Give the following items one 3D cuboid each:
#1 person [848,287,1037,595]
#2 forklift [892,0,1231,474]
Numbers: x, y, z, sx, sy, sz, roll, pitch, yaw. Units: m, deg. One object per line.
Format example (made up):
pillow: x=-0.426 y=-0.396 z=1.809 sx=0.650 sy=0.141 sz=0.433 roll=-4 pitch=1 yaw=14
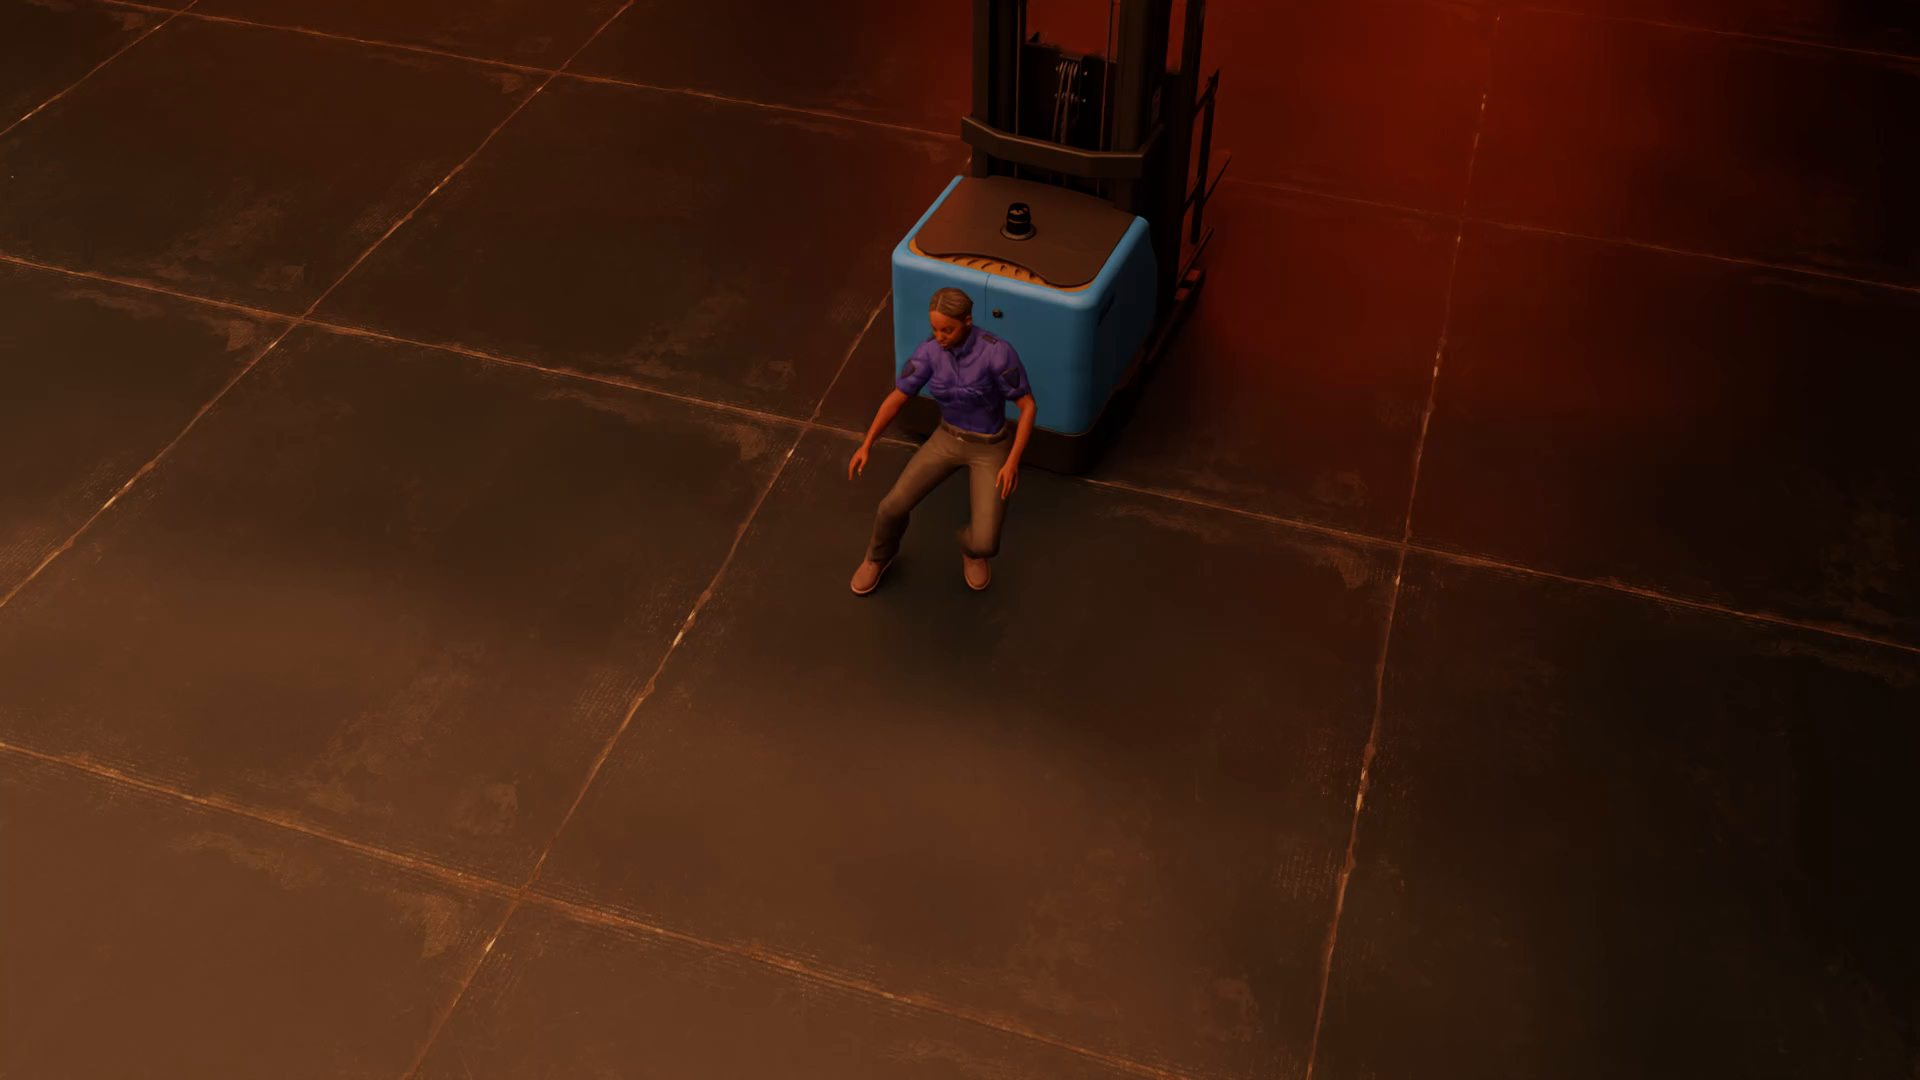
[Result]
person: x=-0.070 y=-0.355 z=7.109 sx=0.768 sy=1.510 sz=0.627 roll=19 pitch=46 yaw=19
forklift: x=0.720 y=-2.404 z=8.273 sx=1.130 sy=2.935 sz=3.031 roll=17 pitch=45 yaw=17
